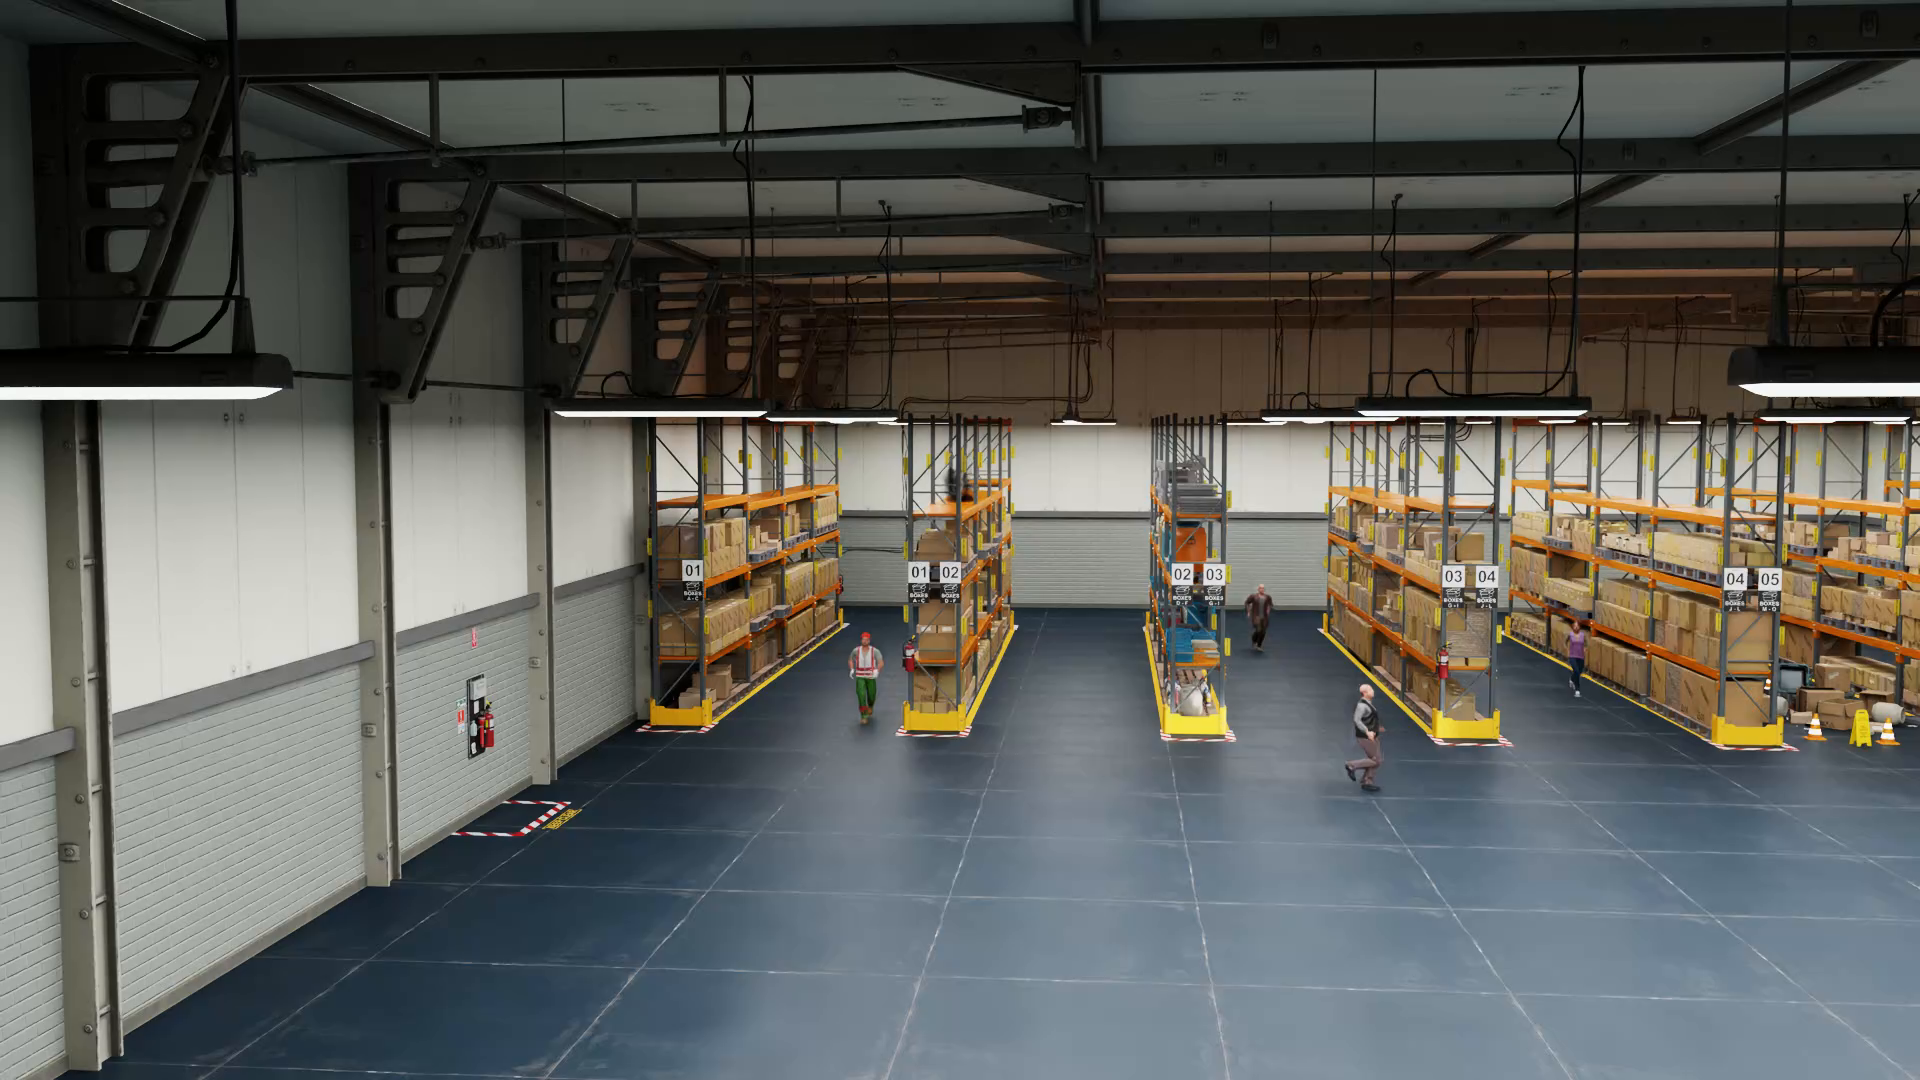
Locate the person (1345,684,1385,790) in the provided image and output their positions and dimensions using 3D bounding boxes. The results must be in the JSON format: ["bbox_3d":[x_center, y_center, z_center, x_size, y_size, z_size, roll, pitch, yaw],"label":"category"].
[{"bbox_3d":[6.414,3.119,26.337,0.586,1.677,0.659,2,4,22],"label":"person"}]

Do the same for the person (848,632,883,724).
[{"bbox_3d":[-1.833,2.660,32.335,0.691,1.748,0.804,0,4,1],"label":"person"}]

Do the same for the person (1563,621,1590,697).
[{"bbox_3d":[13.243,2.535,35.725,0.532,1.597,0.756,1,4,9],"label":"person"}]

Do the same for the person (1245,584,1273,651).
[{"bbox_3d":[7.664,1.992,42.453,0.690,1.734,0.741,0,4,-6],"label":"person"}]
